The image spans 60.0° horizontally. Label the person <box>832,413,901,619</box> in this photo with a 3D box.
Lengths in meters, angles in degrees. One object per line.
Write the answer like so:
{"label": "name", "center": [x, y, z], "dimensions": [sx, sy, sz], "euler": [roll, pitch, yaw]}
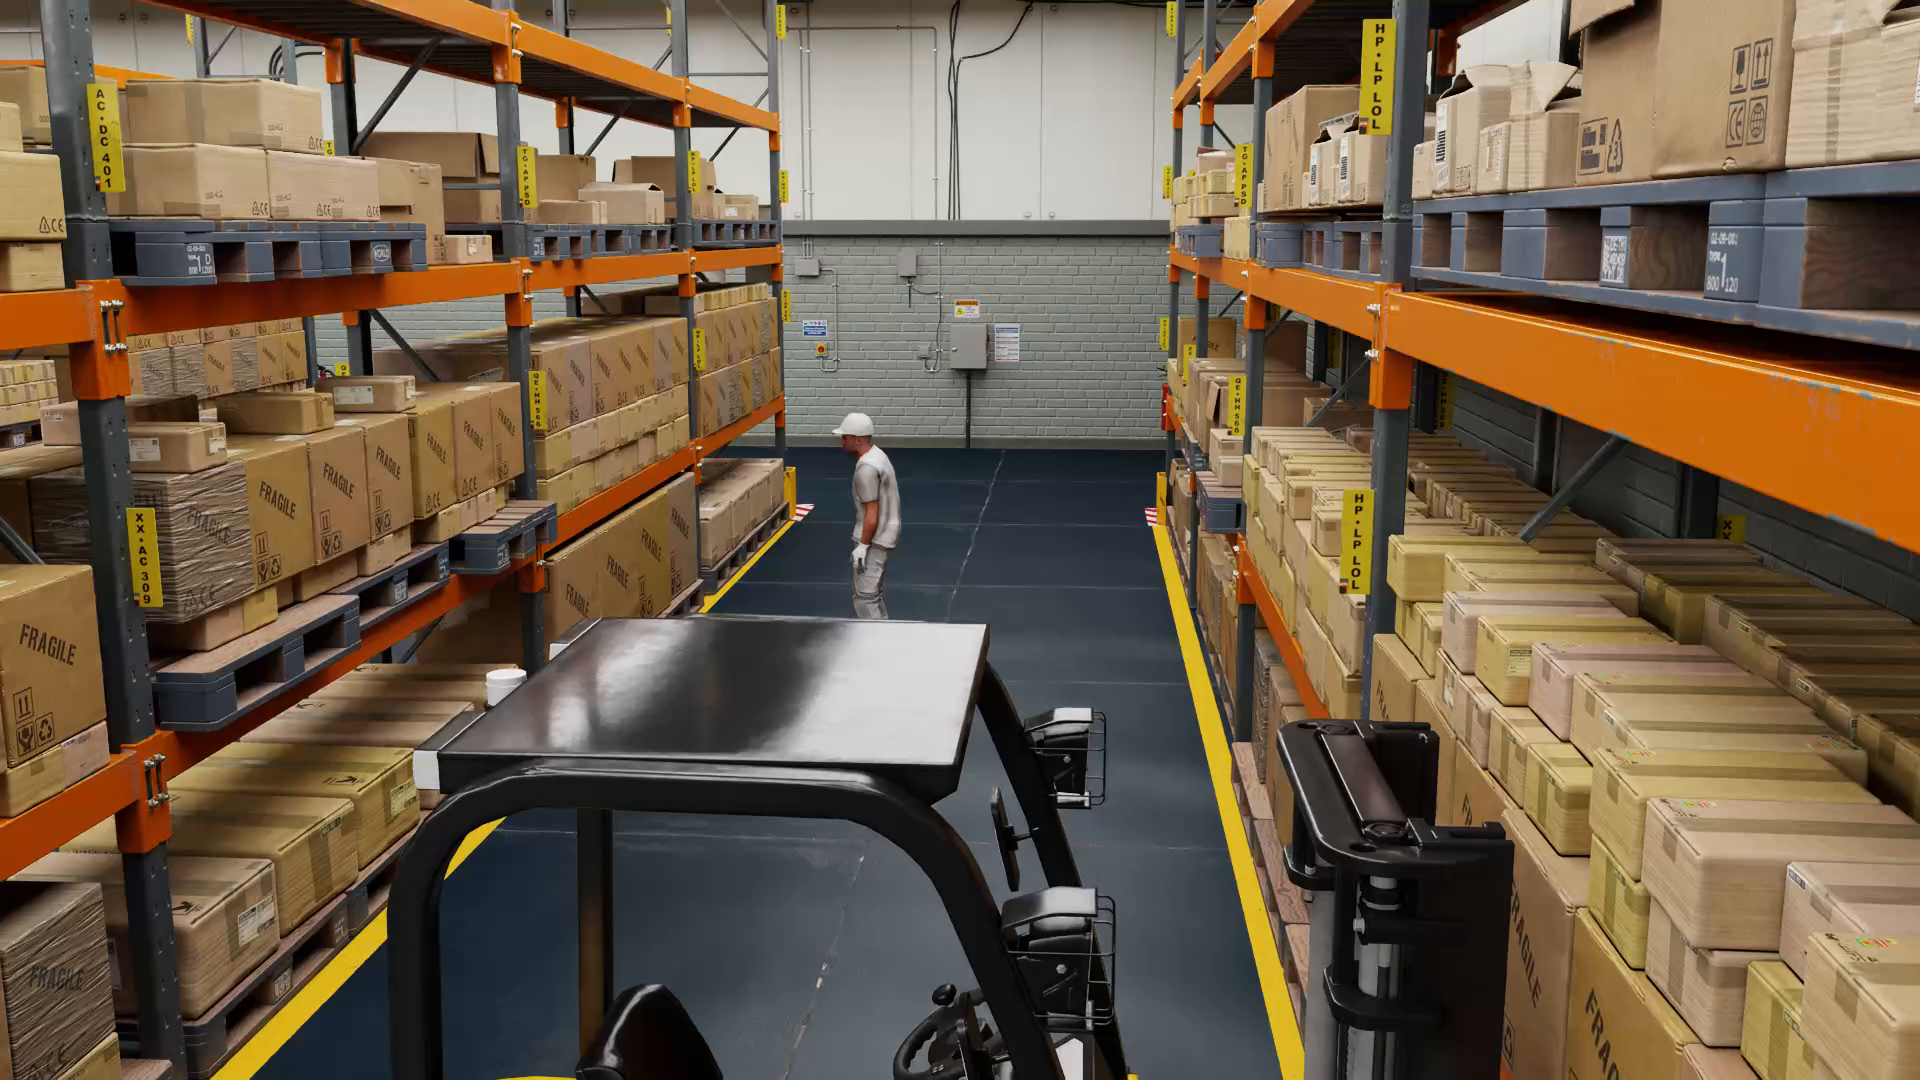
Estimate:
{"label": "person", "center": [-0.625, 0.025, 11.254], "dimensions": [0.453, 1.778, 0.604], "euler": [1, 11, 4]}
